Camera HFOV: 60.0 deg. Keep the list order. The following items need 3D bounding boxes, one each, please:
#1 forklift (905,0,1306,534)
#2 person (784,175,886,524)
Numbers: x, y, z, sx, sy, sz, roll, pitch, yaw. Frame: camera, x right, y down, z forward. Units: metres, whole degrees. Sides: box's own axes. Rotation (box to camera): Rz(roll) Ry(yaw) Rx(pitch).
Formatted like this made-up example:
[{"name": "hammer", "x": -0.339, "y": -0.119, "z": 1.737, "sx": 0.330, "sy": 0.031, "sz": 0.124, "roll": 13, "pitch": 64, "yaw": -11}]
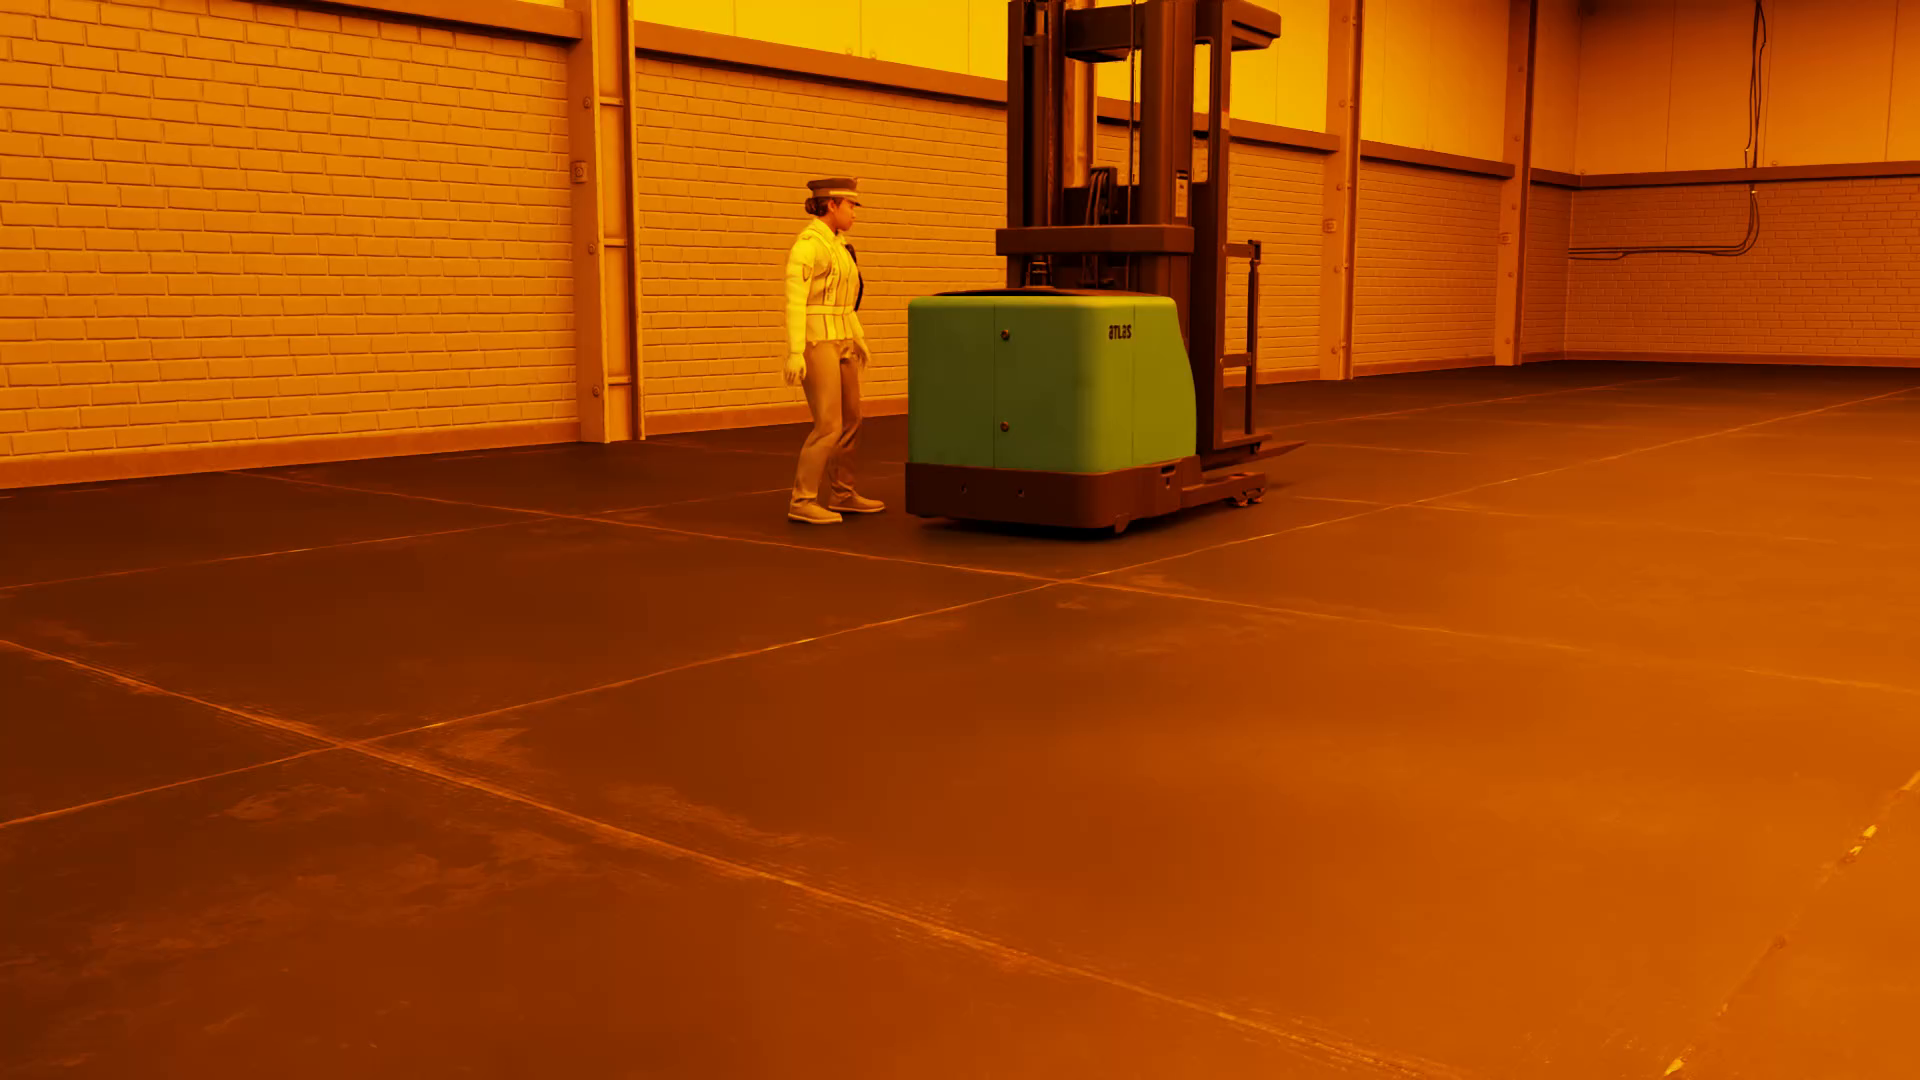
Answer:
[{"name": "forklift", "x": 0.953, "y": -1.649, "z": 8.554, "sx": 1.130, "sy": 2.935, "sz": 3.031, "roll": 5, "pitch": 10, "yaw": 32}, {"name": "person", "x": -0.633, "y": -0.911, "z": 7.986, "sx": 0.367, "sy": 1.642, "sz": 0.727, "roll": 2, "pitch": 9, "yaw": 15}]
